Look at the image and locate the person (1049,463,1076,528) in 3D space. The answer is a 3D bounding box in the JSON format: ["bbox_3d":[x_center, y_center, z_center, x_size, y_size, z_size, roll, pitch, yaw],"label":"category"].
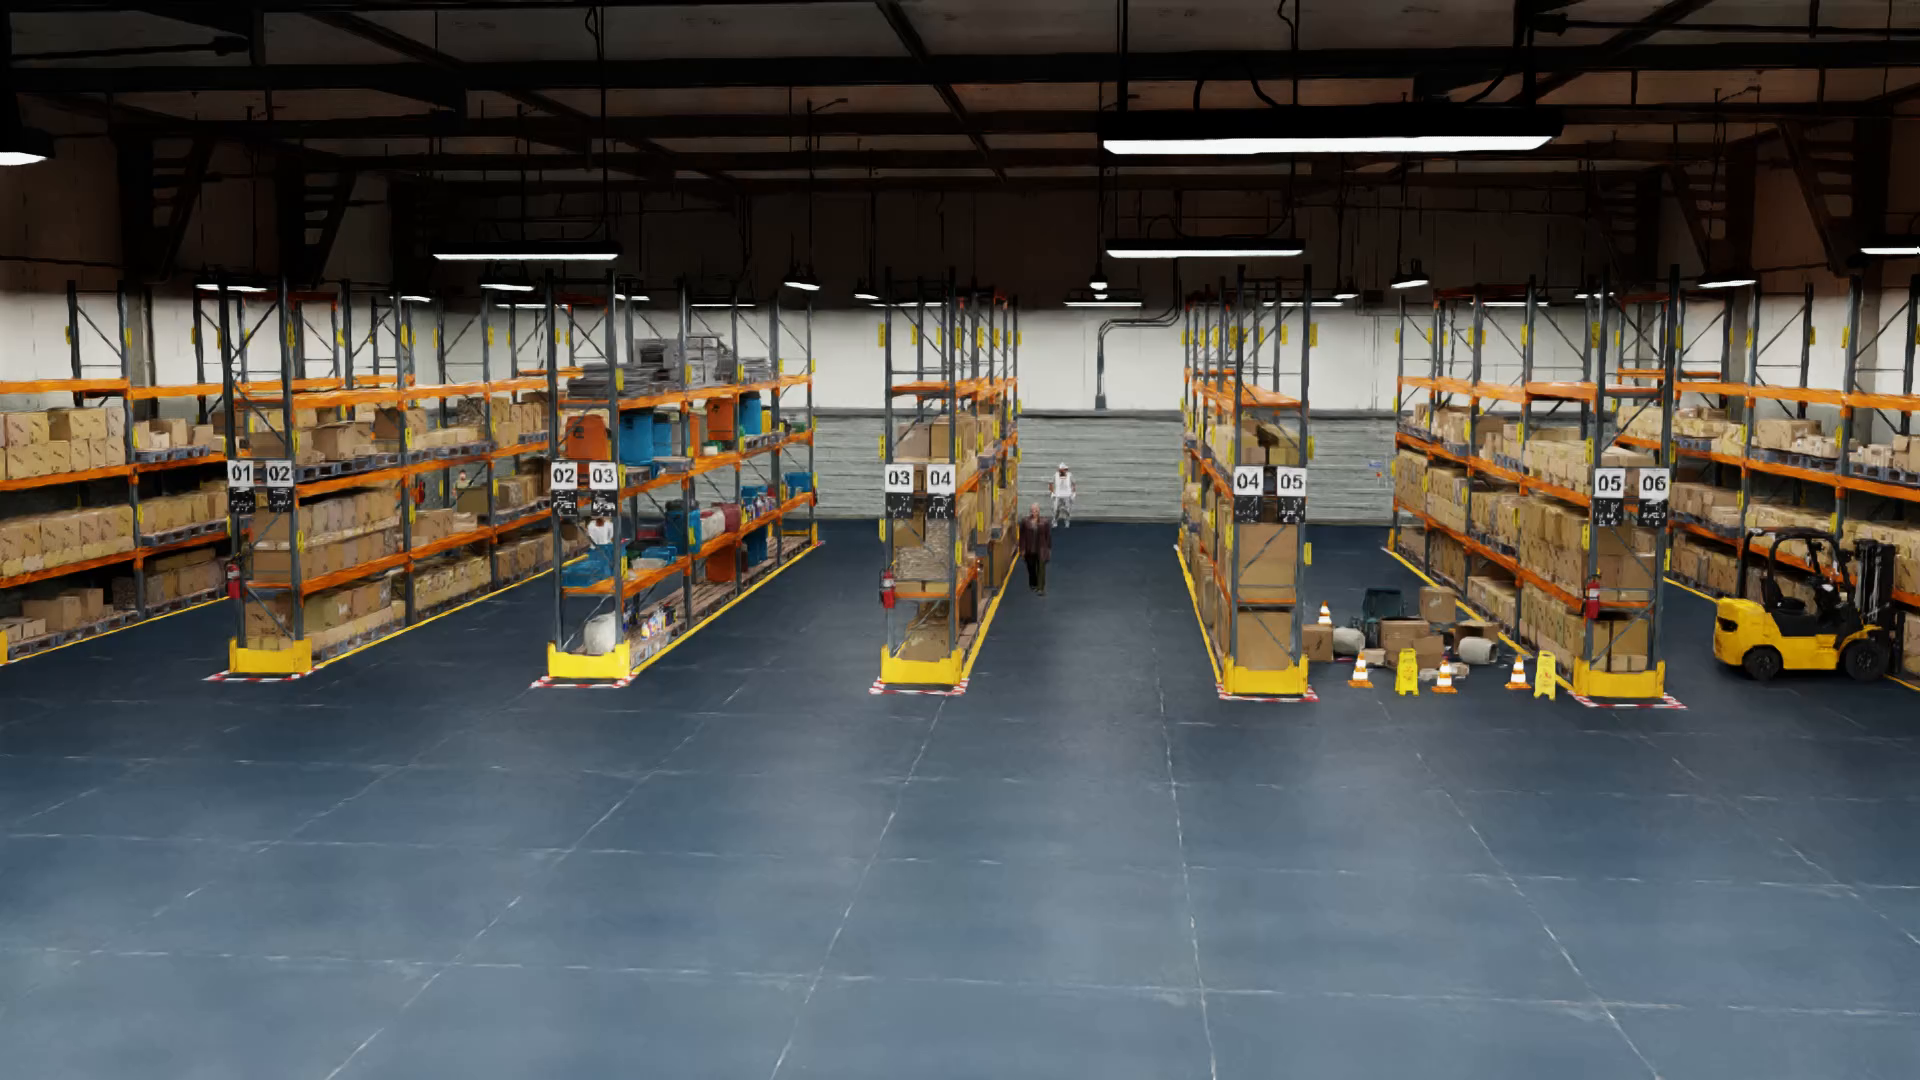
[{"bbox_3d":[2.704,-1.177,43.868,0.702,1.735,0.549,0,7,3],"label":"person"}]

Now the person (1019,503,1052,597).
[{"bbox_3d":[1.371,0.160,30.471,0.598,1.699,1.184,1,7,7],"label":"person"}]

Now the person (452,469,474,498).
[{"bbox_3d":[-12.867,-1.051,43.216,0.620,1.601,0.817,-1,7,-12],"label":"person"}]

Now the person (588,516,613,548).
[{"bbox_3d":[-7.038,0.189,32.639,0.577,1.687,1.115,0,7,3],"label":"person"}]
